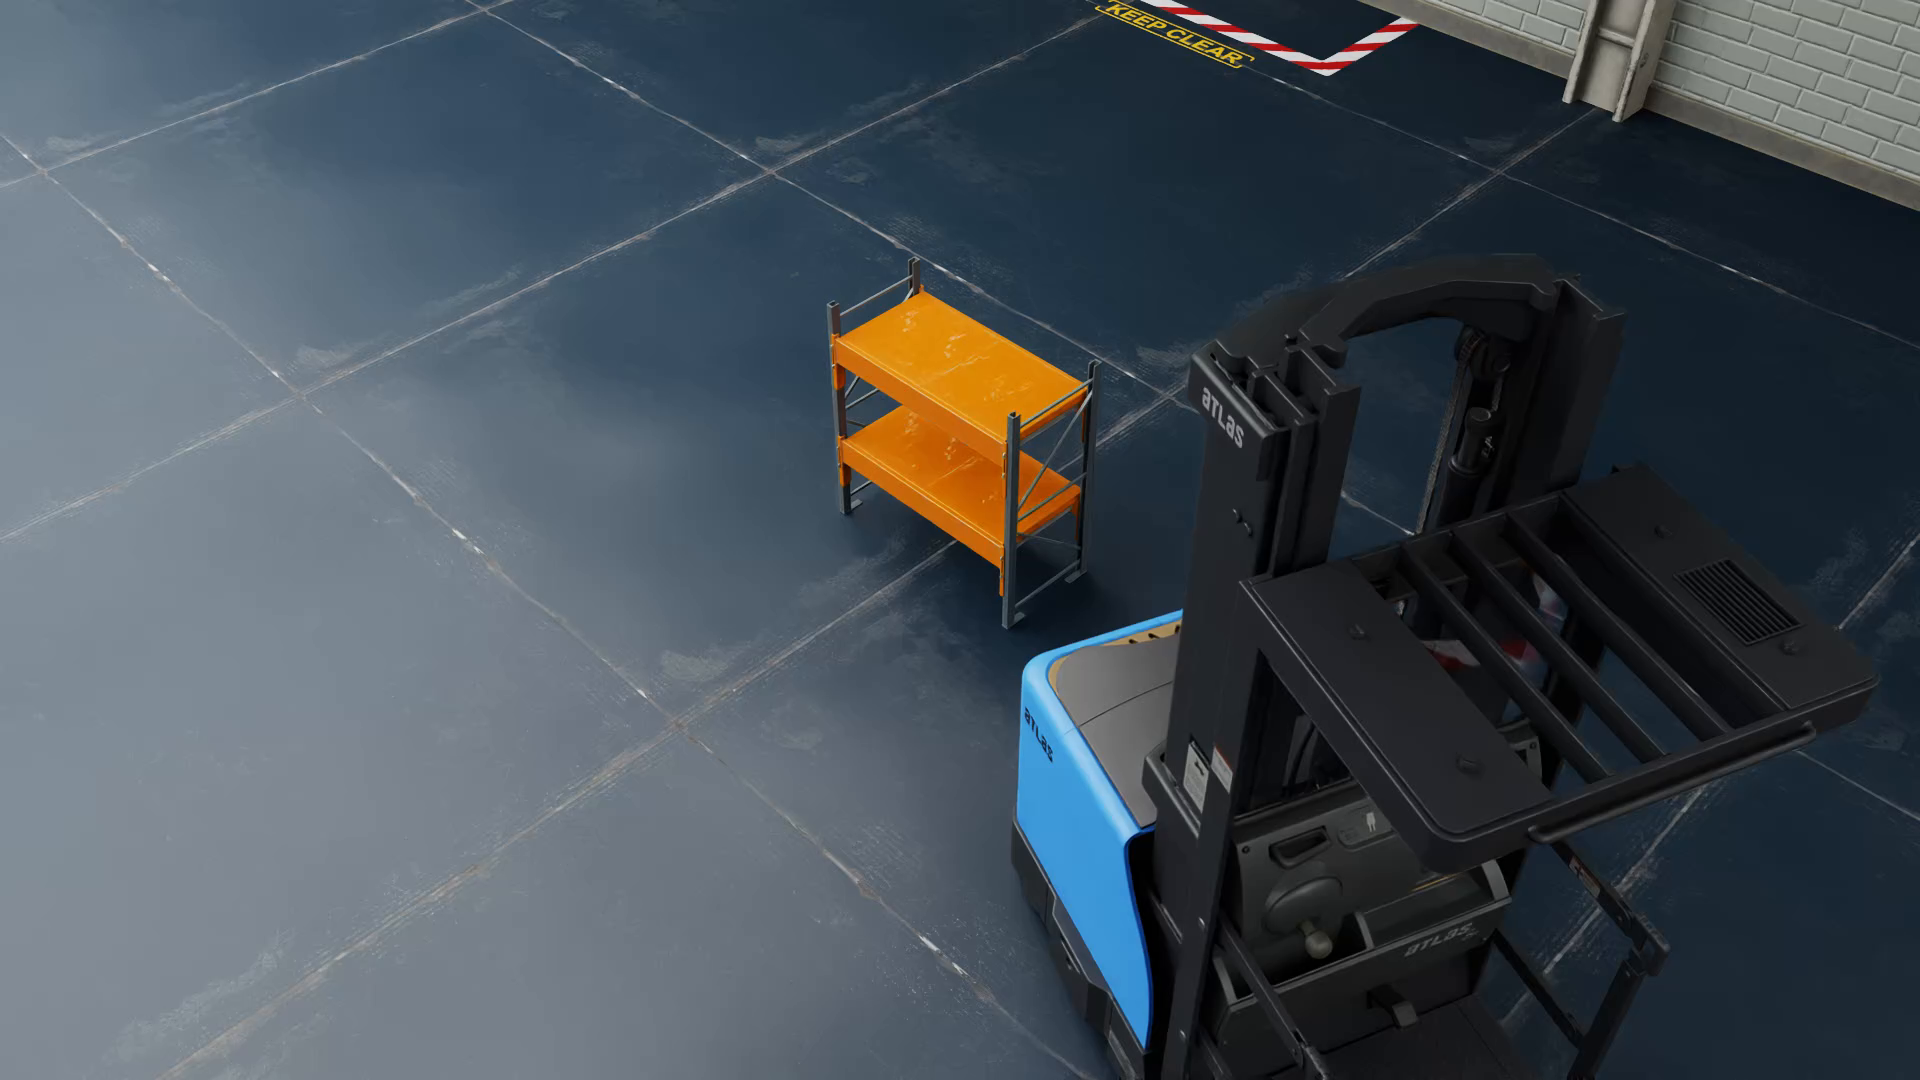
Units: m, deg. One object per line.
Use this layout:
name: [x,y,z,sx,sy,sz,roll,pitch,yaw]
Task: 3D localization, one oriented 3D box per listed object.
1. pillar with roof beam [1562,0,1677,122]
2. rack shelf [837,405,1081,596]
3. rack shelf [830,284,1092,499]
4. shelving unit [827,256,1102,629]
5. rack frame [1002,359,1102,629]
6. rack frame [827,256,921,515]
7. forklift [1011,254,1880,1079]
pillar with roof beam: [0.935,-3.948,5.009,9.100,9.000,0.400,-34,53,-31]
rack shelf: [0.005,-0.230,7.148,0.538,0.278,1.000,-34,53,-31]
rack shelf: [0.005,-0.625,6.783,0.538,0.278,1.000,-34,53,-31]
shelving unit: [0.005,-0.410,6.982,0.538,1.125,1.048,-34,53,-31]
rack frame: [0.364,-0.166,6.718,0.500,1.125,0.032,-34,53,-31]
rack frame: [-0.354,-0.654,7.246,0.500,1.125,0.032,-34,53,-31]
forklift: [1.222,0.892,4.243,1.130,2.935,3.031,-16,45,-17]
